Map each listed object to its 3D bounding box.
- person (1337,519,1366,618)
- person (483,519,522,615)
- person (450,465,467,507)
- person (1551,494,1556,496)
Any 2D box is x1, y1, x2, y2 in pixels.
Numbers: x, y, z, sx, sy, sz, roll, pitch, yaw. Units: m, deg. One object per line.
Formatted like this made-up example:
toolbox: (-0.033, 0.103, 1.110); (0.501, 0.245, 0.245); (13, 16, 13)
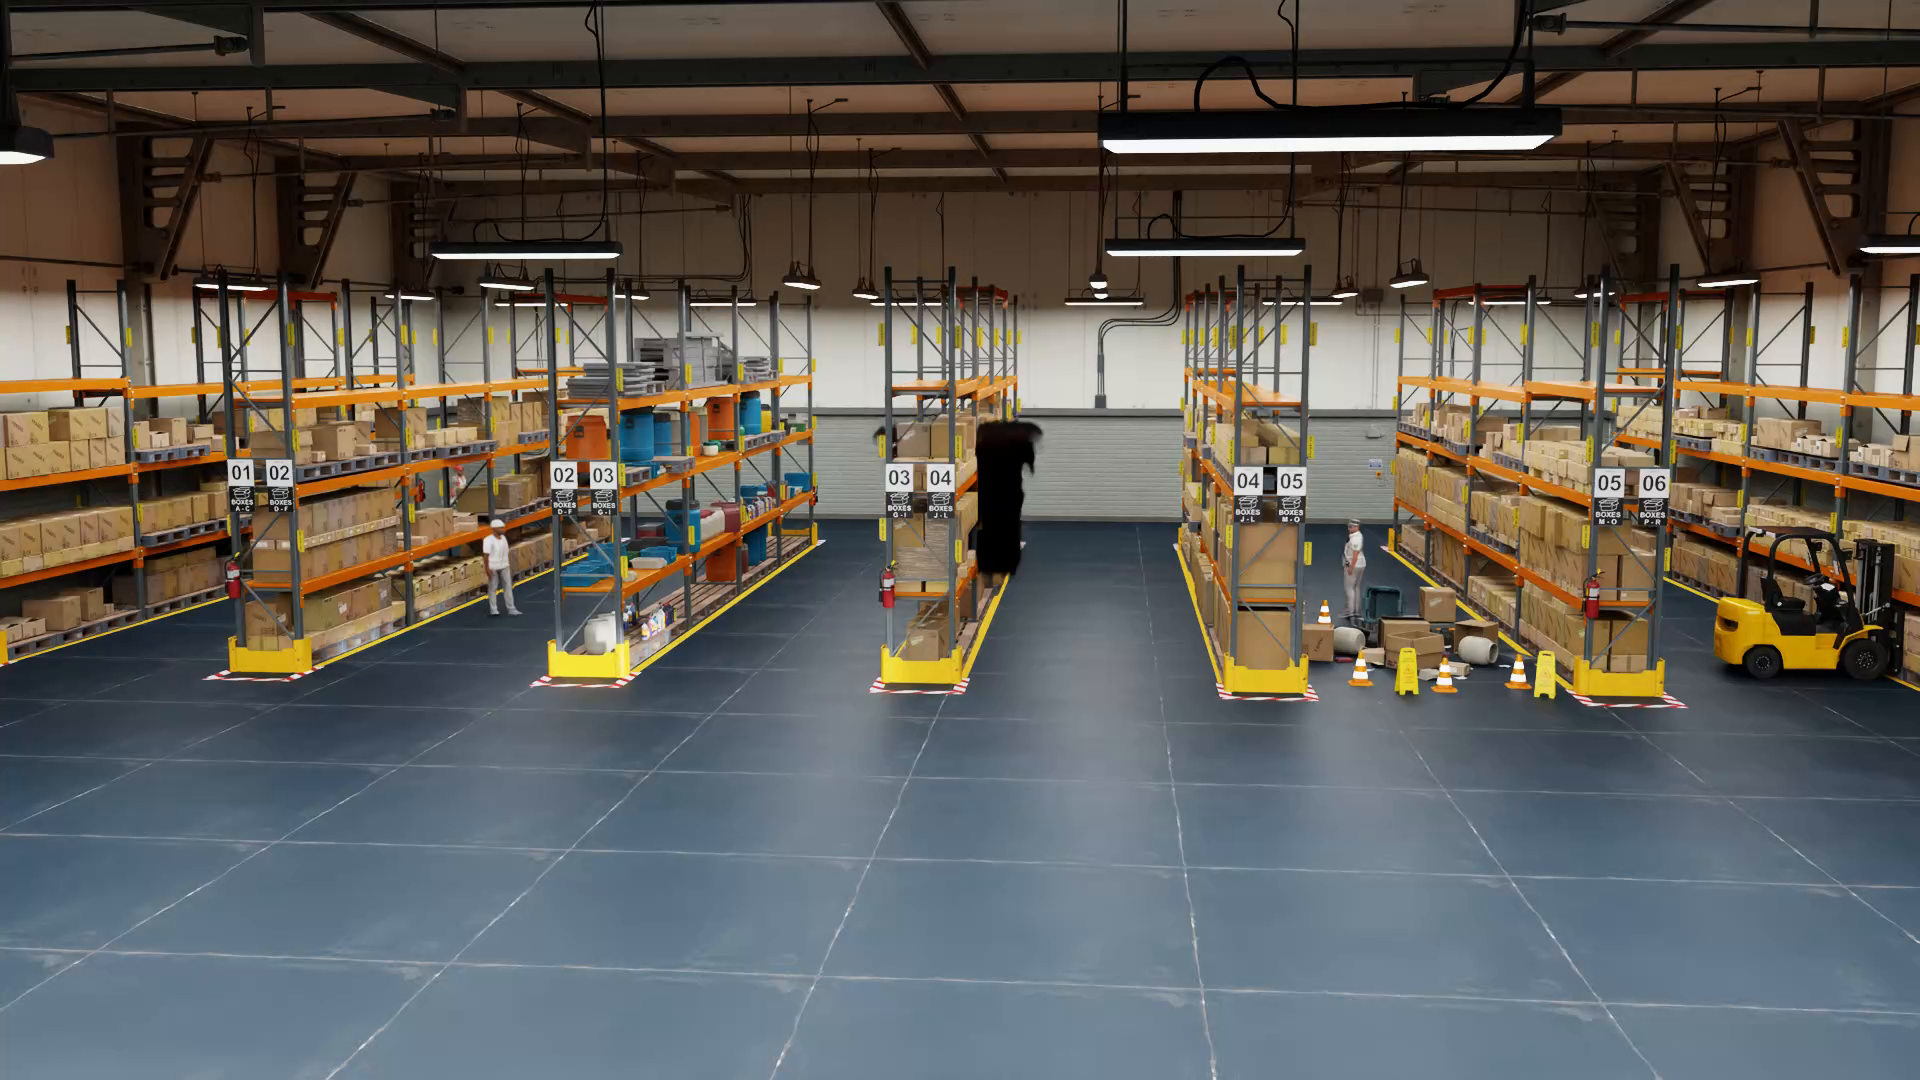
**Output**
person: (7.083, 0.498, 30.013); (0.431, 1.781, 0.625); (5, 9, 35)
person: (-8.321, 0.501, 29.974); (0.581, 1.759, 0.650); (-7, 10, -43)
person: (-12.845, -1.055, 42.521); (0.655, 1.758, 0.609); (1, 7, 7)
person: (12.746, -0.173, 35.881); (0.424, 1.676, 0.497); (2, 7, 13)
